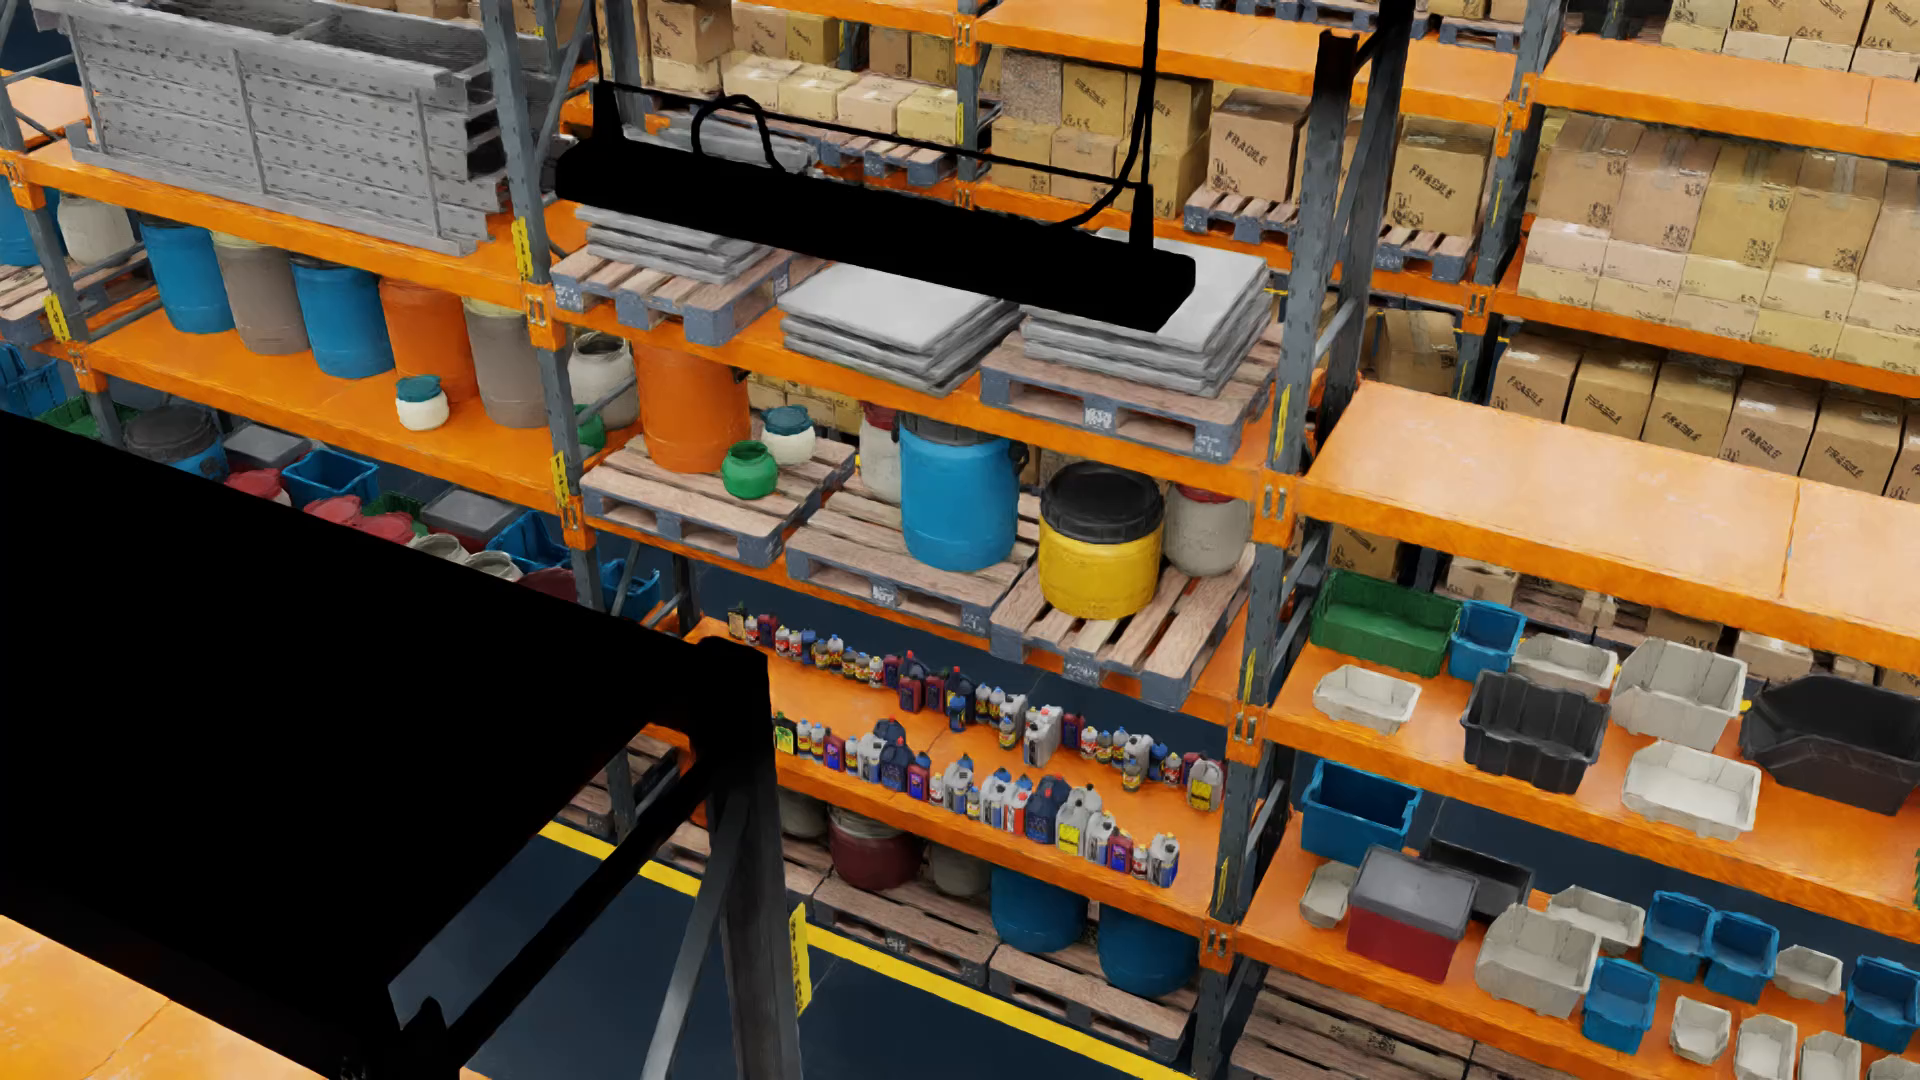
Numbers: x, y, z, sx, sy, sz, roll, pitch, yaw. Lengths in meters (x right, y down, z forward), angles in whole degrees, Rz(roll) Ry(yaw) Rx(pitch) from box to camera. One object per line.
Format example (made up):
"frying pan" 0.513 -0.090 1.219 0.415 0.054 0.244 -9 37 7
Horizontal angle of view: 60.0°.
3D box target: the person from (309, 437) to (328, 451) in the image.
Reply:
"person" -5.636 -1.098 13.962 0.578 1.714 0.719 15 38 20
